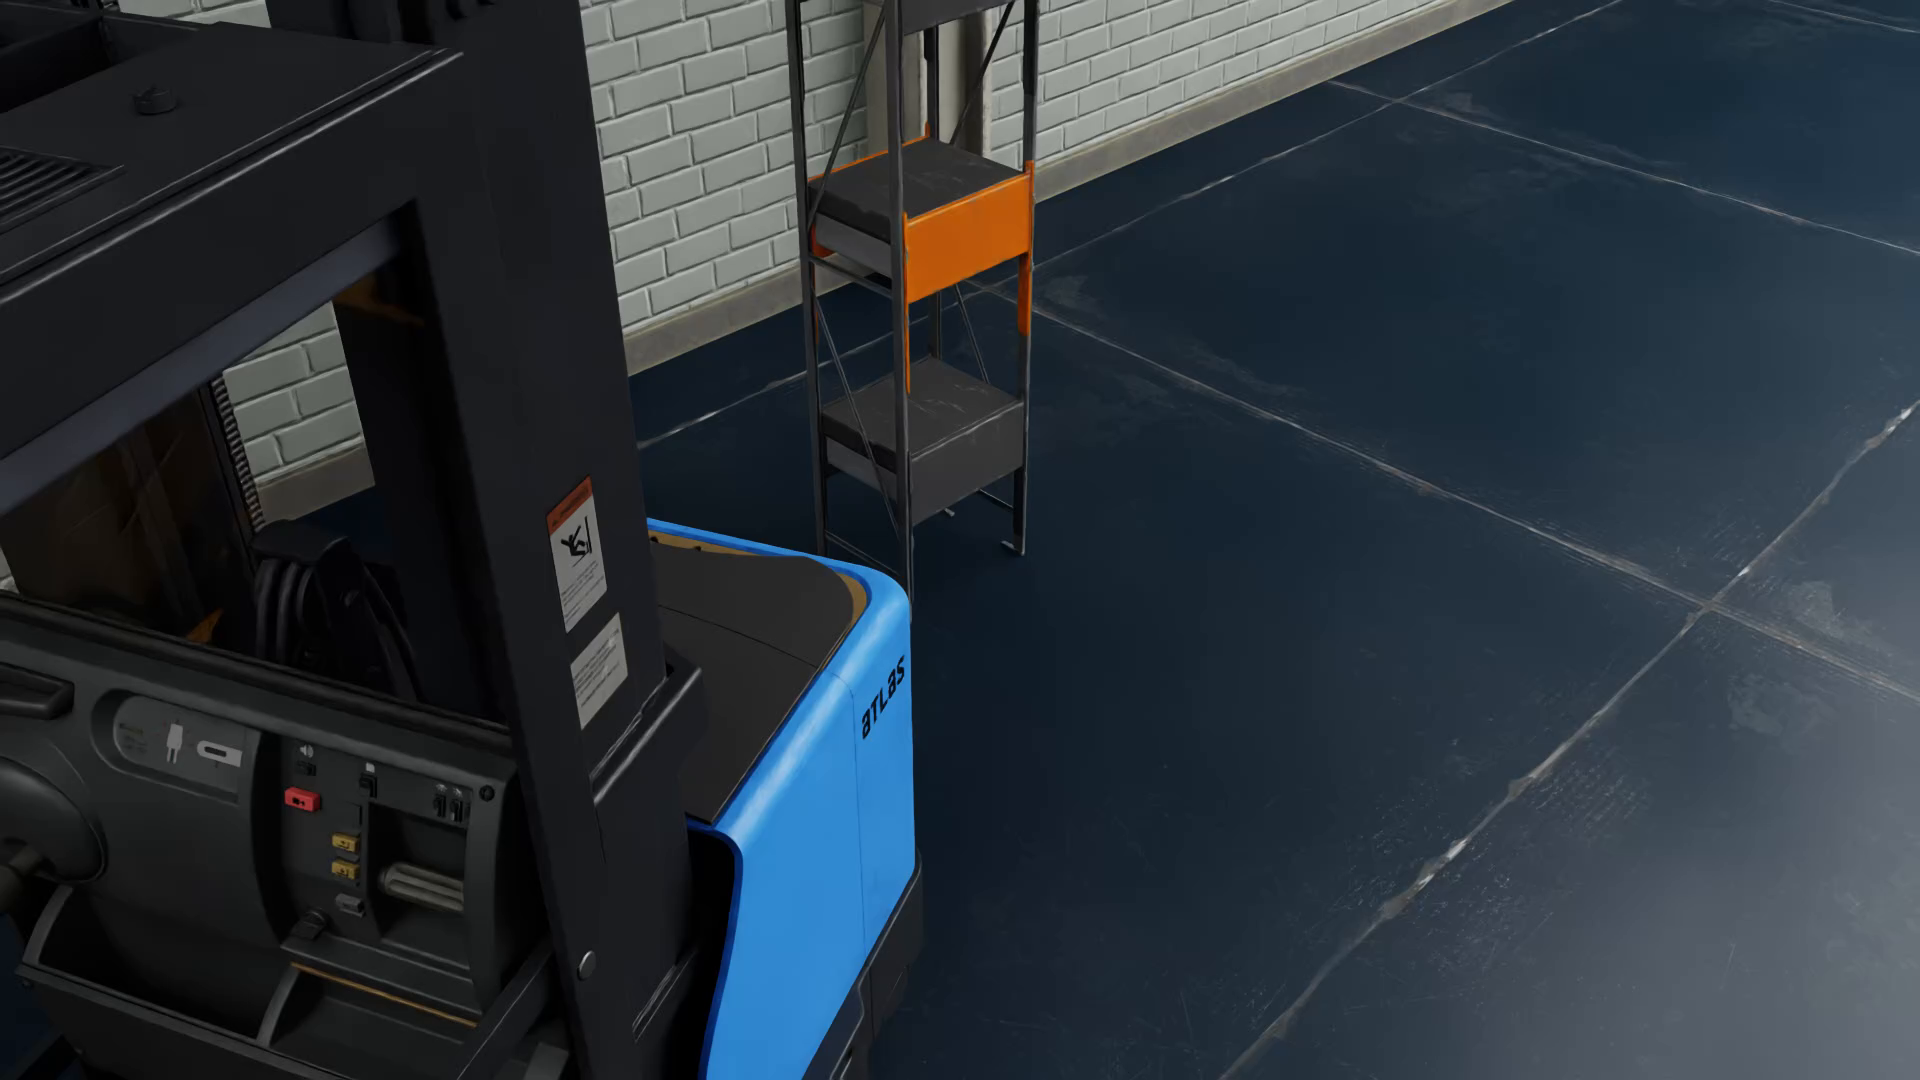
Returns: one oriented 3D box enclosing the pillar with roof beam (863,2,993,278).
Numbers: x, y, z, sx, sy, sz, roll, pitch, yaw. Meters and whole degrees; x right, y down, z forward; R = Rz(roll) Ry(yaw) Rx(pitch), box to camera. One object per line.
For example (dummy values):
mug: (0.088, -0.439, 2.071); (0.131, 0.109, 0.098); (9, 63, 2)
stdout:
pillar with roof beam: (2.936, -3.092, 1.818); (9.100, 9.000, 0.400); (30, 45, 35)

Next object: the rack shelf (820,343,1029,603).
rack shelf: (-0.117, -0.209, 4.961); (0.431, 0.518, 0.480); (30, 45, 35)

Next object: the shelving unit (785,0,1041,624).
shelving unit: (-0.117, -0.794, 4.553); (0.431, 2.100, 0.503); (30, 45, 35)

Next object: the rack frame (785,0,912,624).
rack frame: (-0.289, -0.695, 4.411); (0.400, 2.100, 0.015); (30, 45, 35)

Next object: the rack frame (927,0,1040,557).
rack frame: (0.055, -0.893, 4.695); (0.400, 2.100, 0.015); (30, 45, 35)

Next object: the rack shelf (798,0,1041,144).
rack shelf: (-0.117, -1.357, 4.160); (0.431, 0.518, 0.480); (30, 45, 35)

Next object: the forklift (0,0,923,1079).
forklift: (-1.078, 0.438, 2.060); (1.130, 2.935, 3.031); (12, 37, 17)

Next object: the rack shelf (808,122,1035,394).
rack shelf: (-0.117, -0.783, 4.561); (0.431, 0.518, 0.480); (30, 45, 35)
